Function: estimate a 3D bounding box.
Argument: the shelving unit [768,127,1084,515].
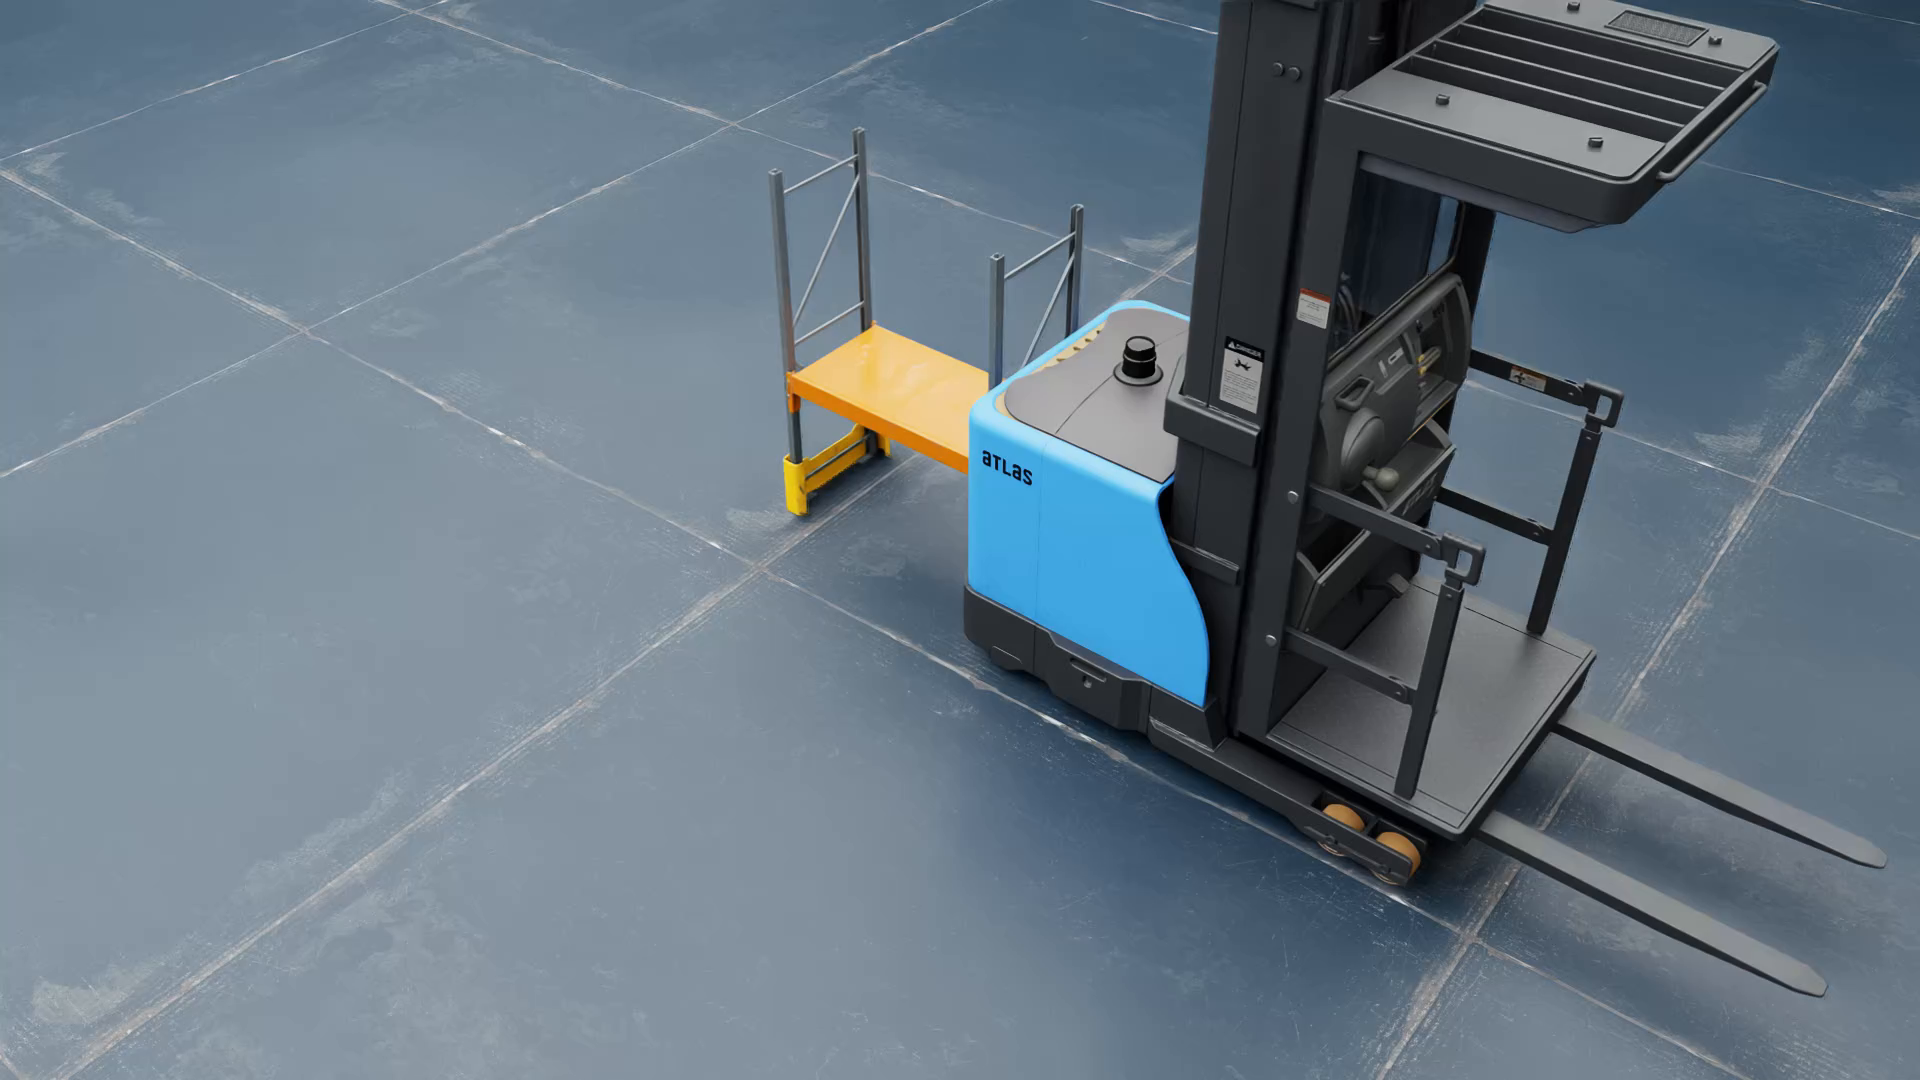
[{"bbox_3d":[-0.123,-0.654,6.368,1.083,1.500,0.587,26,45,30],"label":"shelving unit"}]

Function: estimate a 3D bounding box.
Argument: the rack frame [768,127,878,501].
[{"bbox_3d":[-0.527,-0.853,6.623,0.032,1.500,0.500,26,45,30],"label":"rack frame"}]

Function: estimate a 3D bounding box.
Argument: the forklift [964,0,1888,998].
[{"bbox_3d":[1.480,-0.422,4.912,3.031,2.935,1.130,26,45,30],"label":"forklift"}]

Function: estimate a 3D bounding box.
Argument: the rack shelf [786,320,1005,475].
[{"bbox_3d":[-0.130,-0.516,6.484,1.000,0.185,0.538,26,45,30],"label":"rack shelf"}]

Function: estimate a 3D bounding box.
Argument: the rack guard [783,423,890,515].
[{"bbox_3d":[-0.511,-0.354,6.999,0.087,0.250,0.587,26,45,30],"label":"rack guard"}]

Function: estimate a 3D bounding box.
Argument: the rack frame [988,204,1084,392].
[{"bbox_3d":[0.267,-0.461,6.122,0.032,1.500,0.500,26,45,30],"label":"rack frame"}]
